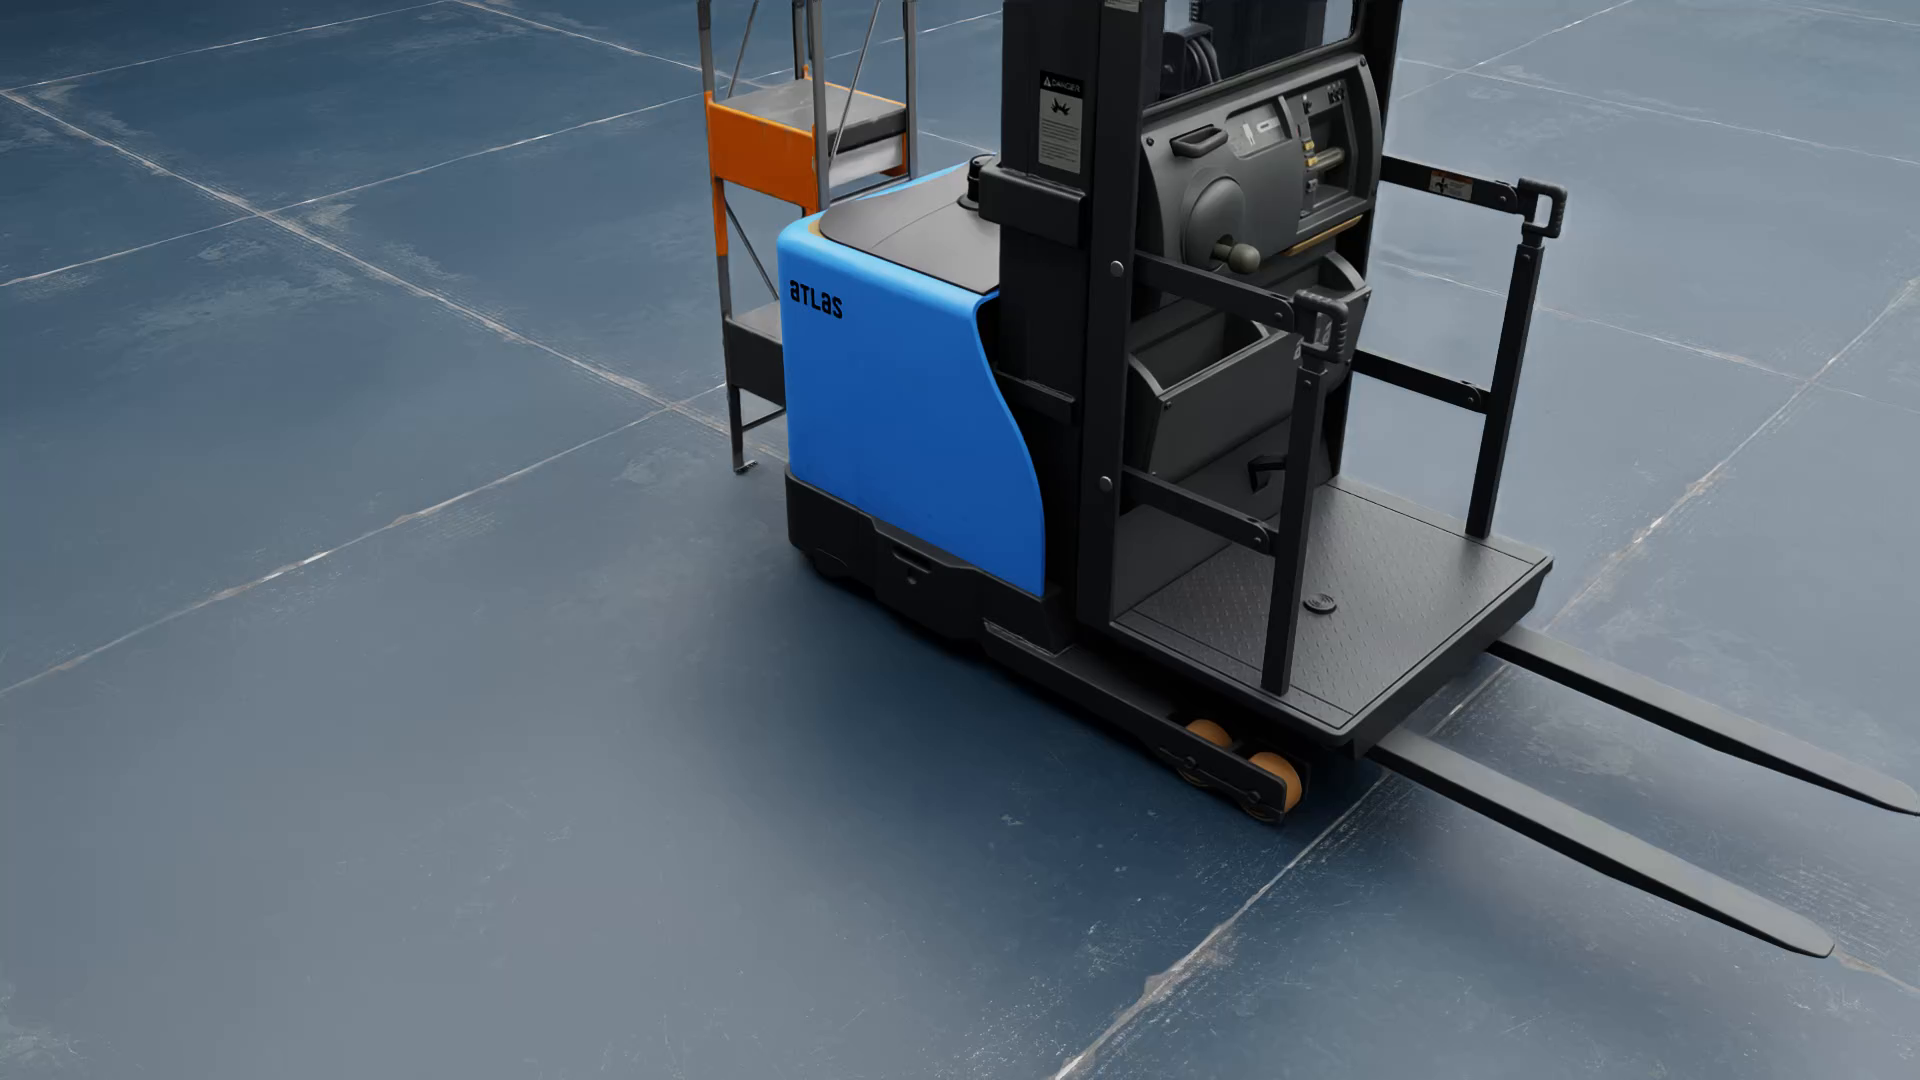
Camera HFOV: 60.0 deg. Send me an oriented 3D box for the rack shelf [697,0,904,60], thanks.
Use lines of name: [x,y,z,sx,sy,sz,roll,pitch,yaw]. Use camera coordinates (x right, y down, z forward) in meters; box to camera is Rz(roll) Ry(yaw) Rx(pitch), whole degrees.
rack shelf: [-0.447,-1.707,4.719,0.480,0.518,0.431,26,39,36]

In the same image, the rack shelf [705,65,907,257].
rack shelf: [-0.447,-1.107,5.080,0.480,0.518,0.431,26,39,36]

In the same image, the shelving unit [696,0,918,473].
shelving unit: [-0.447,-1.119,5.073,0.503,2.100,0.431,26,39,36]

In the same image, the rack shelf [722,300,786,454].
rack shelf: [-0.447,-0.507,5.441,0.480,0.518,0.431,26,39,36]

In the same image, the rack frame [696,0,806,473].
rack frame: [-0.625,-1.205,5.215,0.015,2.100,0.400,26,39,36]

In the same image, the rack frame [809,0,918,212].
rack frame: [-0.269,-1.033,4.930,0.015,2.100,0.400,26,39,36]

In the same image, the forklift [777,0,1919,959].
forklift: [0.892,-0.869,3.852,3.031,2.935,1.130,26,39,36]
